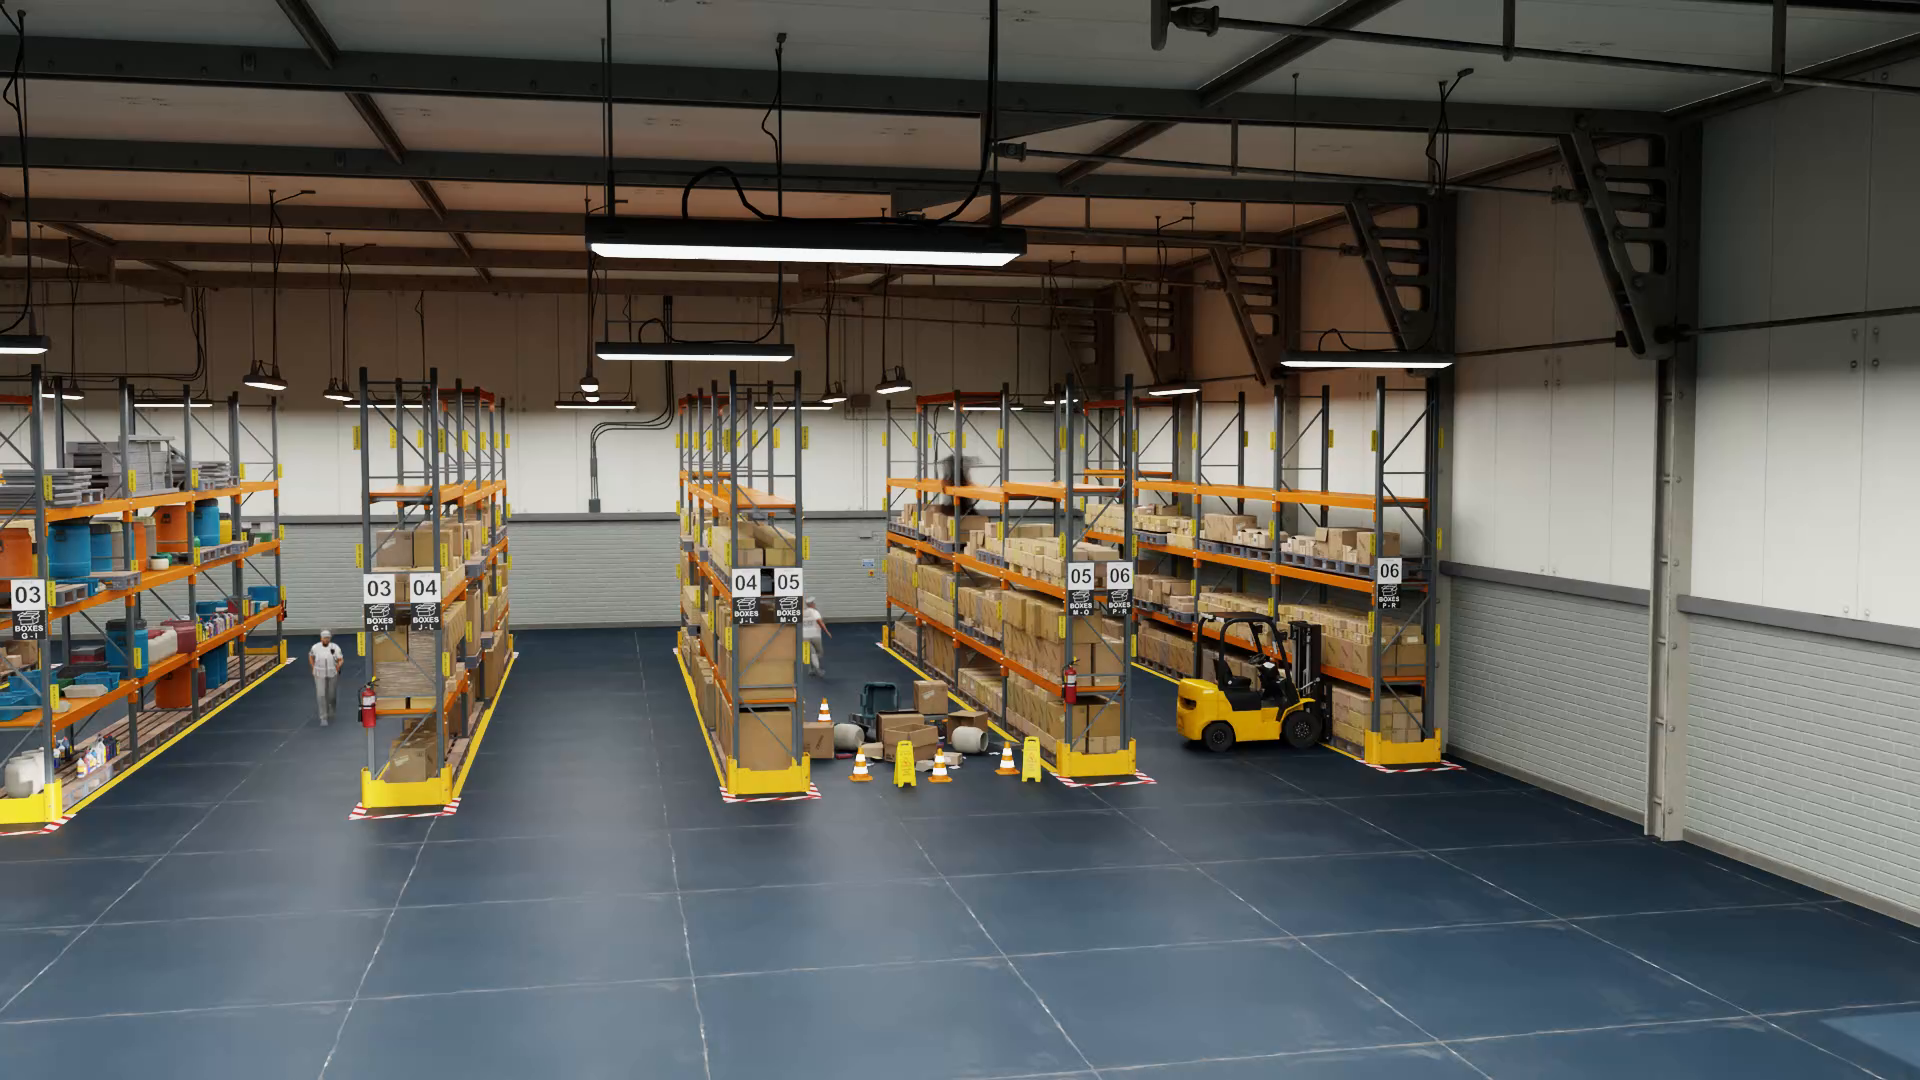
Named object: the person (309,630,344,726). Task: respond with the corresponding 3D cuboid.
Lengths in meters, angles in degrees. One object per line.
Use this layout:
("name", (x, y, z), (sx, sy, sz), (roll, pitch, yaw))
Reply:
("person", (-11.272, 2.422, 29.589), (0.582, 1.663, 0.916), (-1, 4, -21))

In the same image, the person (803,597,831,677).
("person", (-3.116, 2.082, 35.226), (0.784, 1.721, 0.672), (1, 3, 13))
